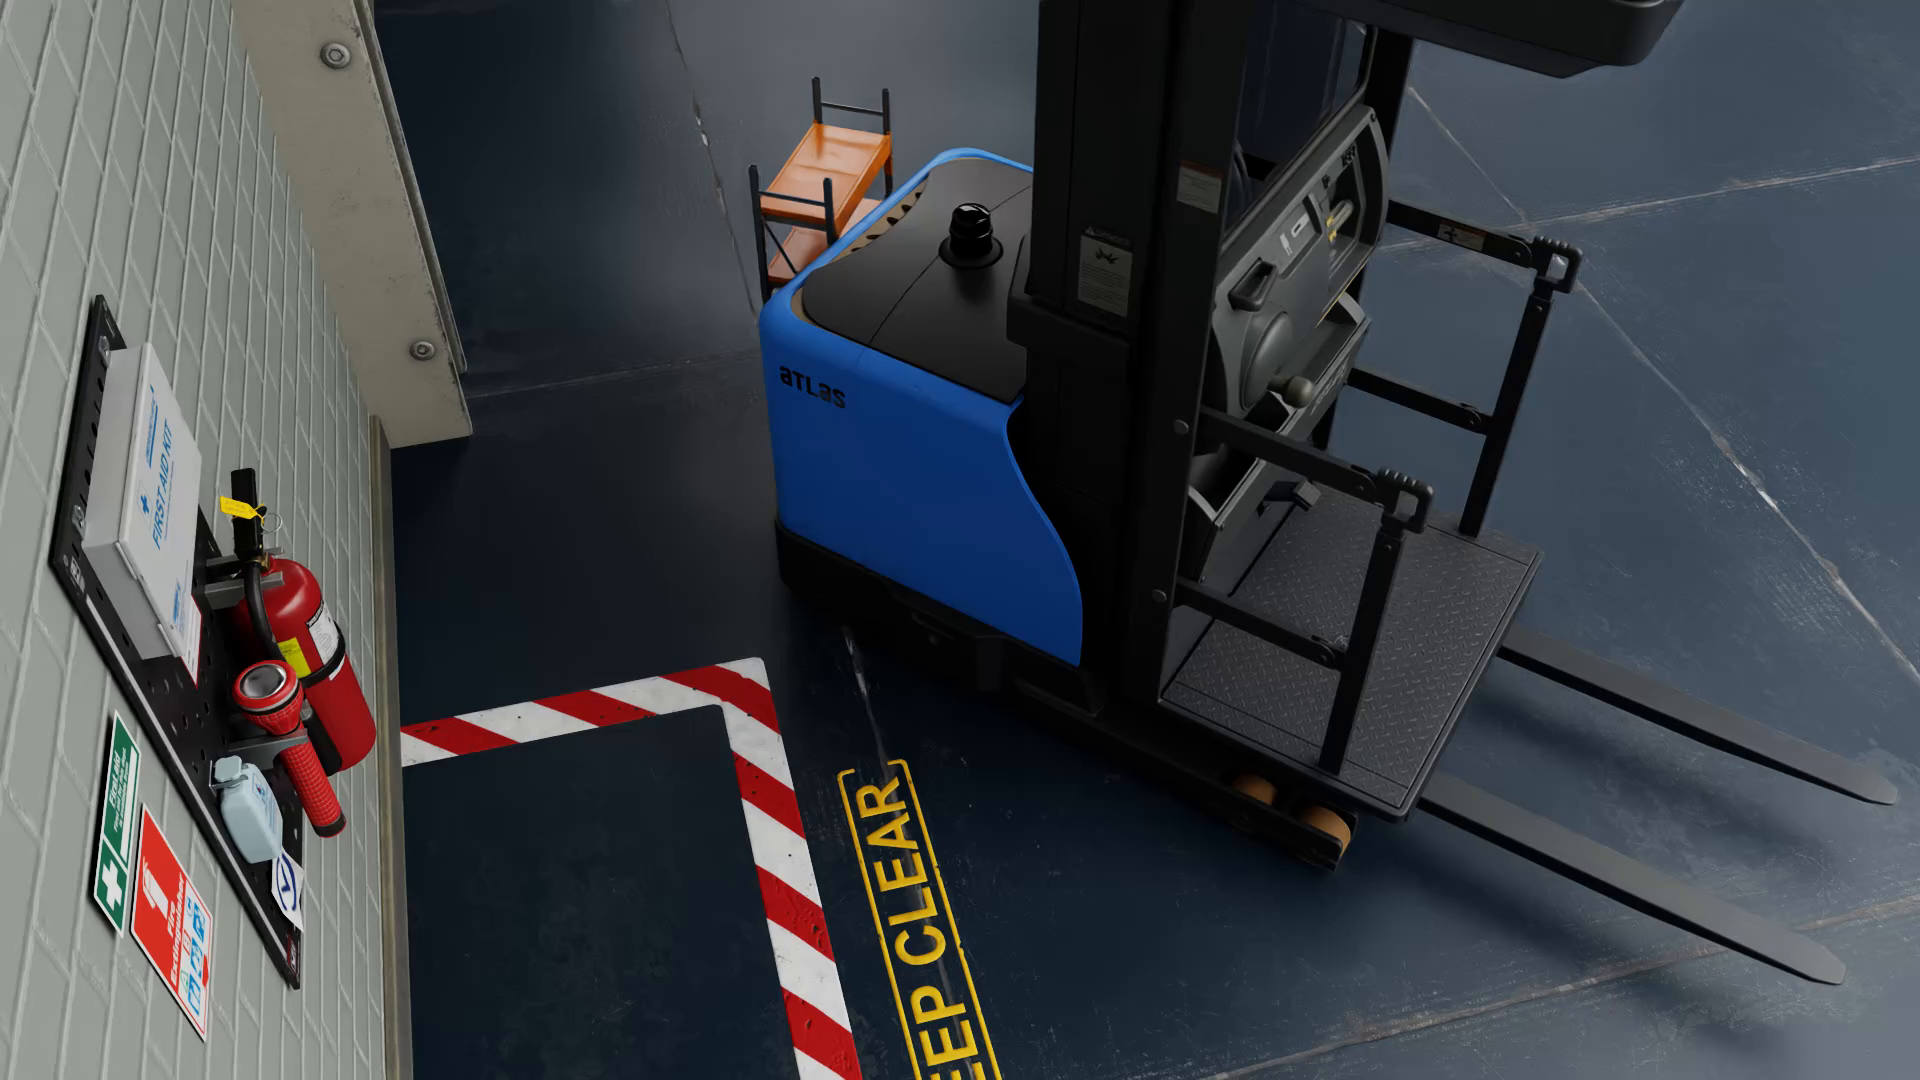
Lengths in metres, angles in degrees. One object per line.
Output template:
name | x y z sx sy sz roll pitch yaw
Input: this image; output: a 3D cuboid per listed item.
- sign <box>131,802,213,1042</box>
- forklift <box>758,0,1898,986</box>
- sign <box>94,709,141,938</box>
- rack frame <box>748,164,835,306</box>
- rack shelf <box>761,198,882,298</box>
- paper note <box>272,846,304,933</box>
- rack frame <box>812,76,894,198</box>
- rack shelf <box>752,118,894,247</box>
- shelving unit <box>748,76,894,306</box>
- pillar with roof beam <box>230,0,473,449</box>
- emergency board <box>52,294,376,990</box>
sign | -1.203 0.588 2.548 0.001 0.329 0.234 -11 47 -10
forklift | 0.973 -0.601 3.787 3.031 2.935 1.130 24 50 22
sign | -1.195 0.398 2.364 0.001 0.109 0.331 -11 47 -10
rack frame | -0.466 -0.587 4.985 0.240 1.200 0.015 13 47 12
rack shelf | -0.394 -0.862 5.036 0.258 0.148 0.480 13 47 12
paper note | -1.266 0.643 3.136 0.016 0.148 0.142 -11 47 -10
rack frame | -0.321 -0.919 5.311 0.240 1.200 0.015 13 47 12
rack shelf | -0.394 -1.028 4.867 0.258 0.148 0.480 13 47 12
shelving unit | -0.394 -0.753 5.148 0.258 1.200 0.503 13 47 12
pillar with roof beam | 2.321 -4.400 3.261 9.100 9.000 0.400 -11 47 -10
emergency board | -1.245 0.200 2.953 0.194 1.169 0.643 -11 47 -10
